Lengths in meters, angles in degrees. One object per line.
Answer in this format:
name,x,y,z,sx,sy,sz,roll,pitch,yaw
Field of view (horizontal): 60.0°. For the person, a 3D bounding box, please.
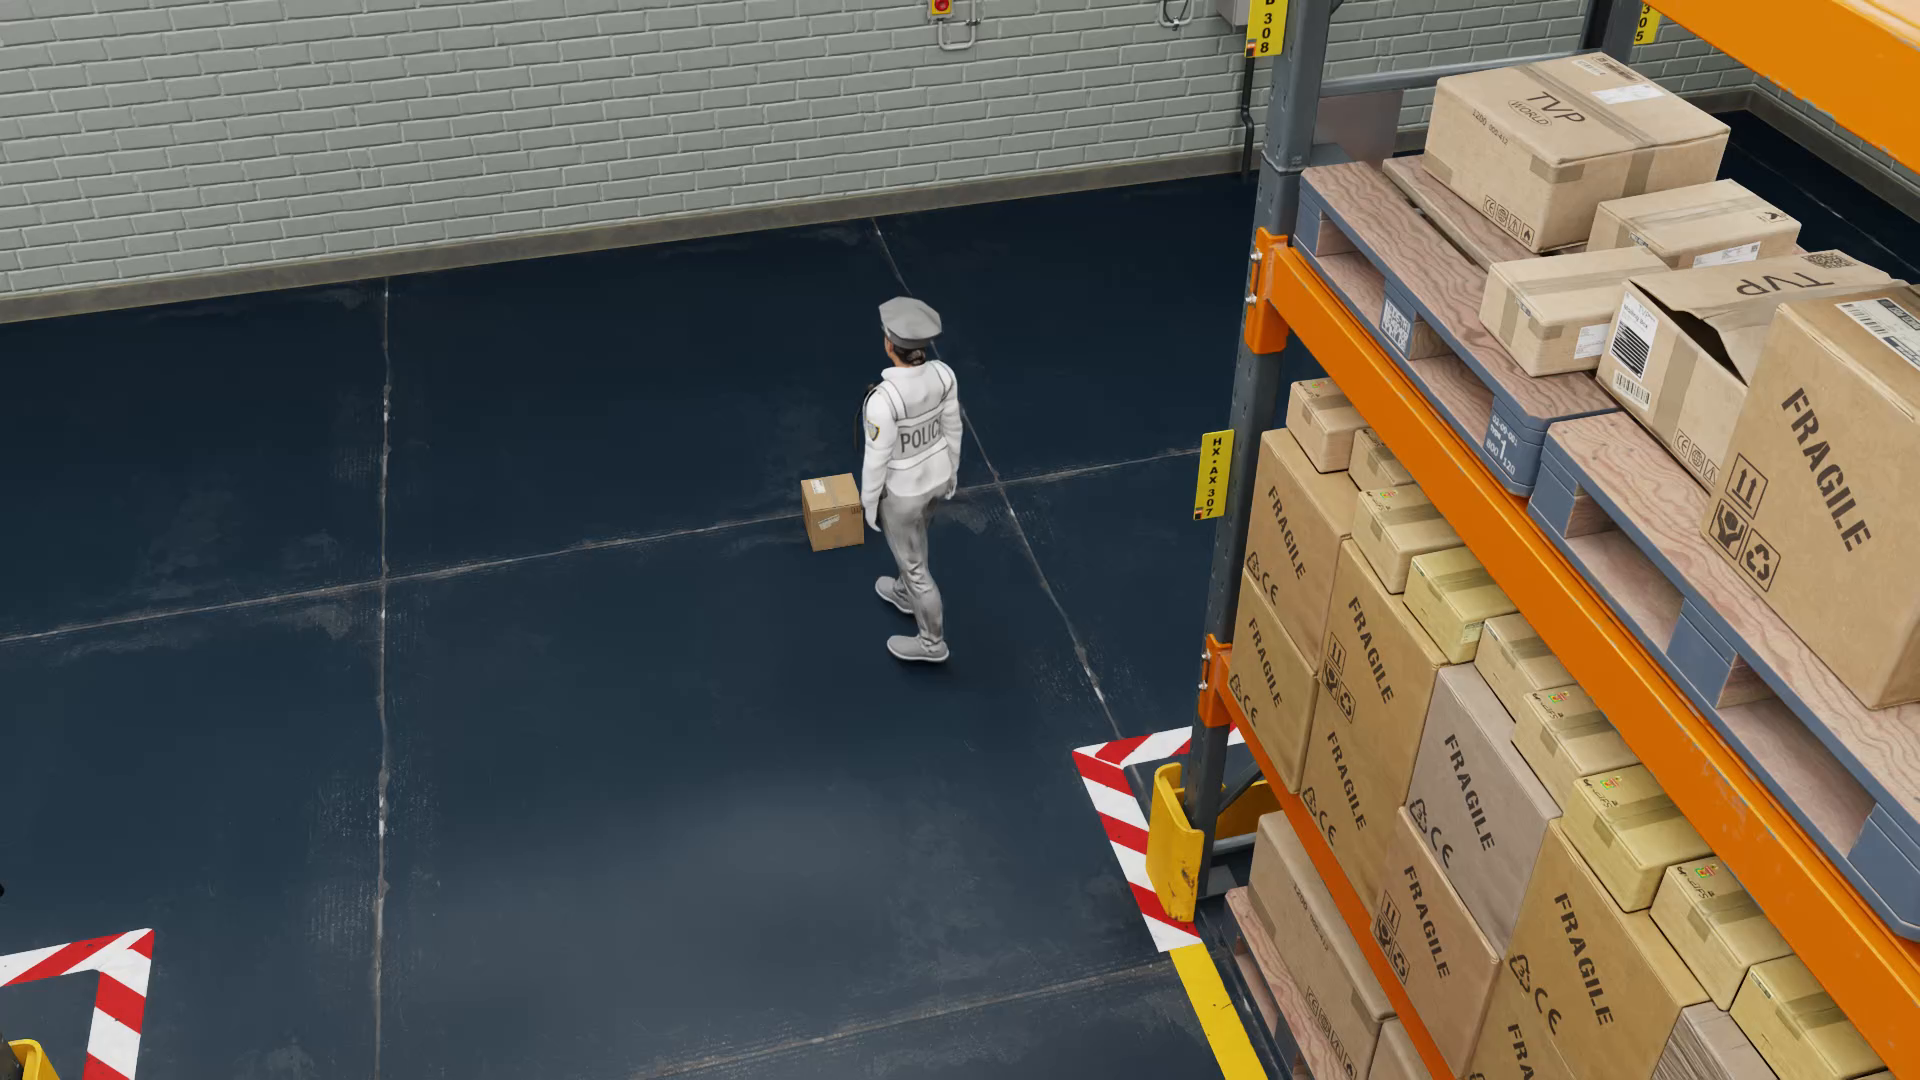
person,-0.256,-0.248,7.003,0.607,1.668,0.486,28,46,31
